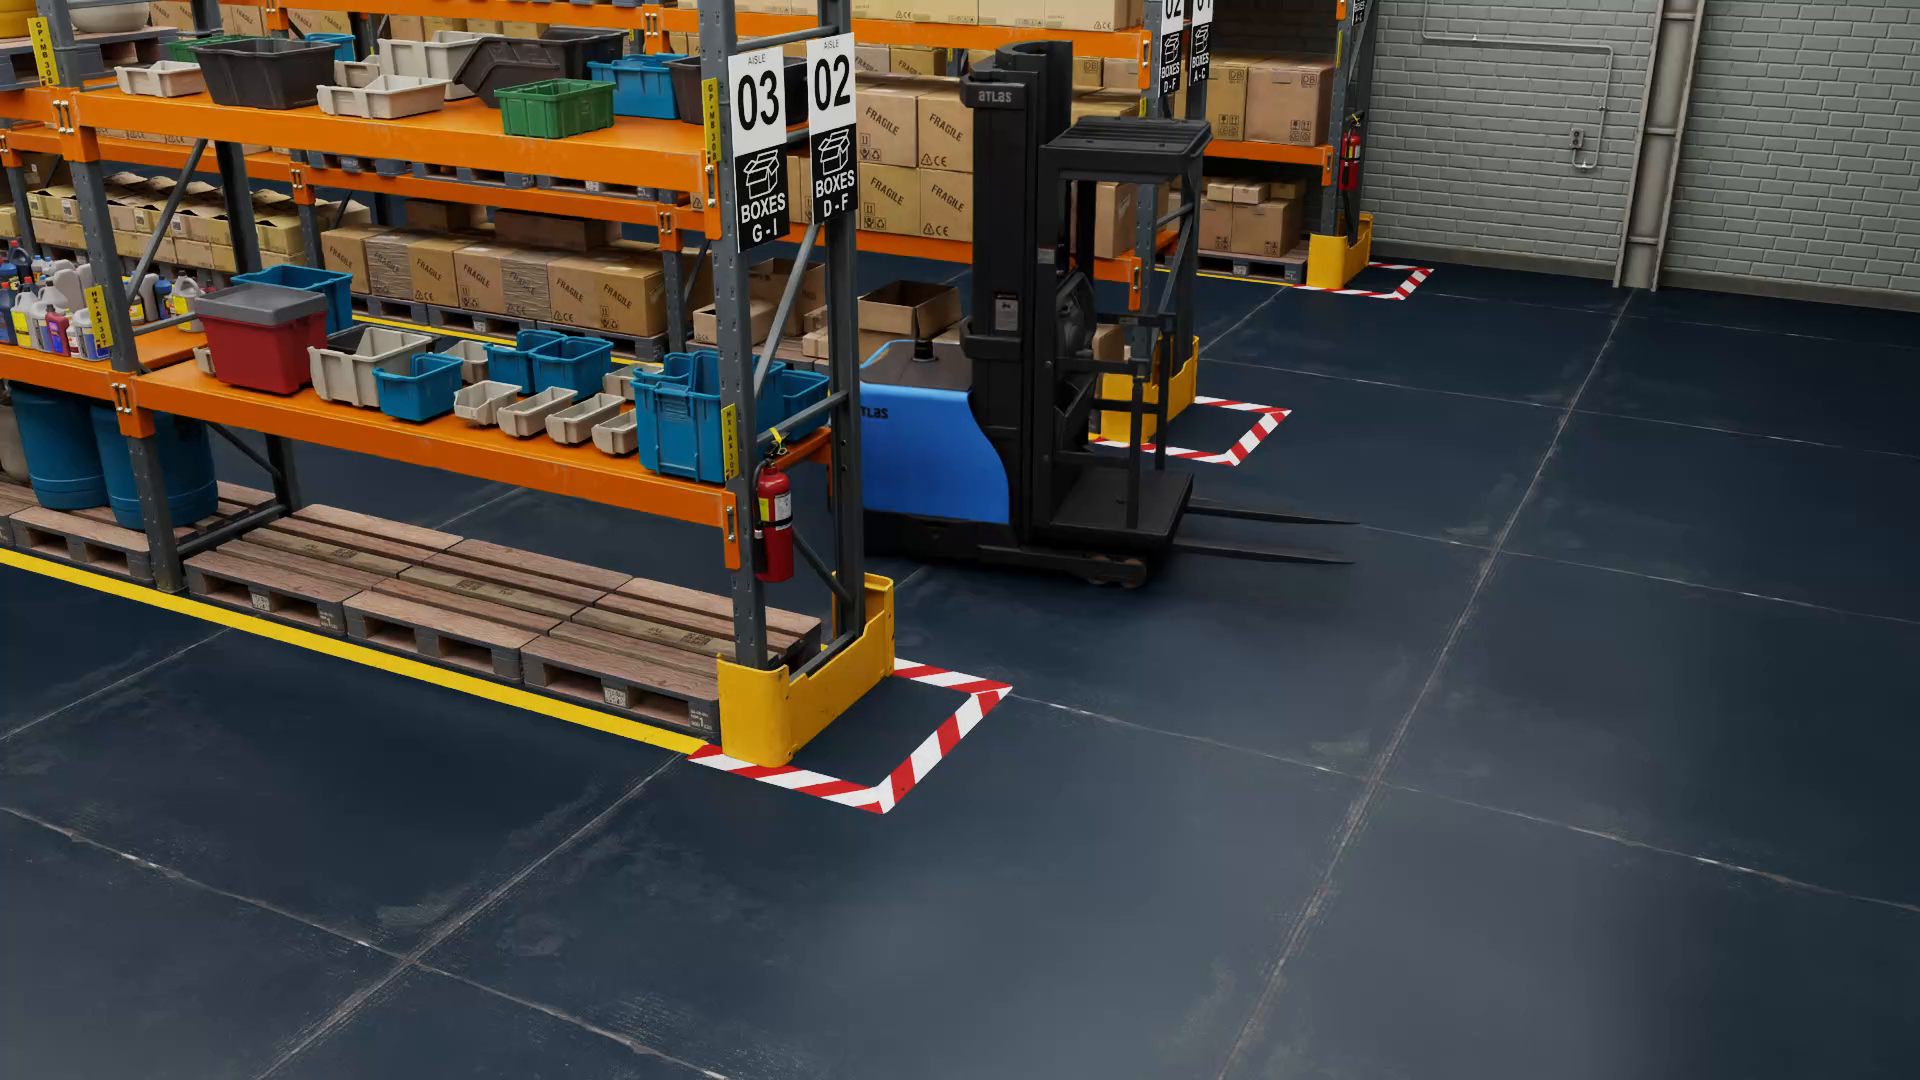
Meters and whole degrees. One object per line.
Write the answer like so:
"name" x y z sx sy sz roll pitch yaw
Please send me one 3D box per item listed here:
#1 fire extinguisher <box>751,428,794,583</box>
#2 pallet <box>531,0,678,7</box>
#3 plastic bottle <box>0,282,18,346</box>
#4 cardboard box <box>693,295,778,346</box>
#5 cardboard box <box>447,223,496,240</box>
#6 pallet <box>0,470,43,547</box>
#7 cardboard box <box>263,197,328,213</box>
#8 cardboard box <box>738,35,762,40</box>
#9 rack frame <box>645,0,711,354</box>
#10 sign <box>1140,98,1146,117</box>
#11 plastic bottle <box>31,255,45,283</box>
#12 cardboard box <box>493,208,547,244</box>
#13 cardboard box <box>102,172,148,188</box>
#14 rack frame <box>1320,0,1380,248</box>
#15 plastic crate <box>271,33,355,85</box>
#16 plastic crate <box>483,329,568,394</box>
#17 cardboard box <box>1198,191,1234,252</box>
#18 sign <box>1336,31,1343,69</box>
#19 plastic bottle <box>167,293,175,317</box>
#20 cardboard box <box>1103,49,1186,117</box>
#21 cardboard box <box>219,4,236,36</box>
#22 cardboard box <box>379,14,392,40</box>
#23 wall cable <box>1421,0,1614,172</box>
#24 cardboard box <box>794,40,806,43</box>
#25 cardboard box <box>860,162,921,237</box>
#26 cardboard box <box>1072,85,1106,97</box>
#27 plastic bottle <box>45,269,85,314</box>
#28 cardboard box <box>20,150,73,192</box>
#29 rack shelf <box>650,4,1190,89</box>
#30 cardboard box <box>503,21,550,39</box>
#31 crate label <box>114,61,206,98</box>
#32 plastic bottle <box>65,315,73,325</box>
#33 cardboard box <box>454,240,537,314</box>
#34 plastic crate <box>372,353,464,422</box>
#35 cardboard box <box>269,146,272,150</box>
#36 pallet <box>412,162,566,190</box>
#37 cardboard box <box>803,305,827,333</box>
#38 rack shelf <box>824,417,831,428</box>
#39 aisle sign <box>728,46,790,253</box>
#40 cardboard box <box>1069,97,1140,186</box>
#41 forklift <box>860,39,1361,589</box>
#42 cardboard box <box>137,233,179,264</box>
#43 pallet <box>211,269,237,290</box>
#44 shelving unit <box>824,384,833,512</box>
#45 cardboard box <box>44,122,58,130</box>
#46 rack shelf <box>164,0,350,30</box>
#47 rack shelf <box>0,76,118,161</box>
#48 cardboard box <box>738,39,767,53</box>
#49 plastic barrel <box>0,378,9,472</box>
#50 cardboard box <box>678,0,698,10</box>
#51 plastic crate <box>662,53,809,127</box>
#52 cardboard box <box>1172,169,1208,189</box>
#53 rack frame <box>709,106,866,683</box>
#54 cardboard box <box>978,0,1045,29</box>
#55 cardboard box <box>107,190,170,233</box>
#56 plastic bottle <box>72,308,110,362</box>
"fire extinguisher" -0.832 -0.150 7.345 0.183 0.674 0.296 11 25 25
"pallet" -2.643 -4.412 13.198 1.003 0.211 1.213 11 25 25
"plastic bottle" -5.464 -1.307 9.553 0.185 0.351 0.144 11 25 25
"cardboard box" -1.816 -1.794 13.508 0.500 0.311 0.500 11 25 25
"cardboard box" -4.260 -2.562 15.073 0.500 0.500 0.500 10 25 23
"pallet" -6.094 -0.331 10.760 1.213 0.211 1.003 11 25 25
"cardboard box" -6.470 -3.155 16.097 0.500 0.311 0.500 11 25 23
"cardboard box" -2.214 -5.601 18.095 0.500 0.250 0.500 11 26 25
"rack frame" -2.093 -2.978 13.420 0.127 3.000 1.000 11 25 25
"sign" 1.209 -2.760 11.023 0.005 0.325 0.100 11 25 25
"plastic bottle" -5.784 -1.656 10.476 0.097 0.271 0.097 0 23 0
"cardboard box" -3.755 -2.811 14.700 0.500 0.250 0.500 11 25 24
"cardboard box" -8.741 -3.605 17.155 0.500 0.311 0.500 11 25 25
"rack frame" 3.709 -4.003 15.829 0.127 3.000 1.000 11 25 25
"plastic crate" -3.375 -2.503 8.684 0.300 0.233 0.416 11 25 25
"plastic crate" -2.276 -0.937 8.758 0.300 0.233 0.416 11 25 25
"cardboard box" 2.592 -3.223 16.652 0.500 0.500 0.700 11 25 24
"sign" 3.451 -4.457 15.116 0.005 0.325 0.100 11 25 25
"plastic bottle" -4.696 -1.409 9.984 0.097 0.201 0.097 0 23 0
"cardboard box" 1.918 -4.490 16.591 0.700 0.700 0.980 10 25 22
"cardboard box" -9.385 -6.740 21.473 0.500 0.500 0.500 10 25 23
"cardboard box" -7.326 -6.563 21.057 0.500 0.500 0.500 11 25 23
"wall cable" 5.278 -4.574 15.875 1.851 1.984 0.084 11 25 25
"cardboard box" -1.756 -5.513 17.888 0.500 0.250 0.500 11 25 23
"cardboard box" -0.403 -2.571 12.336 0.500 0.500 0.500 11 25 24
"cardboard box" 0.730 -3.038 12.156 0.500 0.500 0.500 11 26 25
"plastic bottle" -5.467 -1.517 10.143 0.135 0.276 0.152 11 25 25
"cardboard box" -9.505 -3.855 17.501 0.500 0.500 0.500 11 25 25
"rack shelf" -0.308 -3.674 12.143 4.000 0.370 1.077 11 25 25
"cardboard box" -4.977 -5.955 19.731 0.500 0.500 0.700 11 25 25
"crate label" -4.025 -2.321 8.378 0.466 0.136 0.293 11 25 25
"plastic bottle" -5.036 -1.170 9.422 0.097 0.201 0.097 0 23 0
"cardboard box" -4.002 -2.285 14.423 0.500 0.500 0.500 10 25 23
"plastic crate" -2.710 -0.766 8.356 0.300 0.233 0.416 11 25 25
"cardboard box" -6.373 -3.869 15.629 0.500 0.311 0.500 11 25 24
"pallet" -3.925 -3.254 14.315 1.213 0.211 1.003 11 25 25
"cardboard box" -1.095 -1.822 13.782 0.250 0.149 0.380 11 25 25
"rack shelf" -0.697 -0.745 10.477 0.200 0.077 0.258 15 27 31
"aisle sign" -0.829 -1.624 6.914 0.004 0.787 0.394 11 25 25
"cardboard box" 0.956 -2.761 11.503 0.500 0.500 0.500 11 25 24
"forklift" 0.857 -1.300 9.563 3.031 2.935 1.130 6 24 14
"cardboard box" -7.611 -2.890 16.189 0.500 0.250 0.500 12 26 26
"pallet" -6.380 -2.560 16.001 1.213 0.211 1.003 11 25 25
"shelving unit" -0.697 -0.610 10.535 0.210 0.900 0.258 15 27 31
"cardboard box" -8.773 -4.250 16.603 0.500 0.250 0.500 13 26 28
"rack shelf" -7.447 -5.087 15.465 4.000 0.370 1.077 11 25 25
"rack shelf" -6.116 -2.651 9.738 4.000 0.370 1.077 11 25 25
"cardboard box" -2.207 -5.248 18.225 0.500 0.500 0.500 11 25 24
"plastic barrel" -6.449 -0.759 10.746 0.708 0.588 0.600 11 25 25
"cardboard box" -1.771 -4.117 12.457 0.500 0.250 0.500 11 25 25
"plastic crate" -0.979 -2.028 7.520 0.590 0.269 0.497 11 25 25
"cardboard box" 2.338 -3.659 16.849 0.250 0.149 0.380 12 26 25
"rack frame" -0.761 -0.543 7.693 0.127 3.000 1.000 11 25 25
"cardboard box" 0.458 -3.674 11.415 0.500 0.250 0.500 11 25 25
"cardboard box" -8.069 -3.236 16.286 0.500 0.311 0.500 10 25 23
"plastic bottle" -4.829 -1.148 9.276 0.135 0.276 0.152 11 25 25
